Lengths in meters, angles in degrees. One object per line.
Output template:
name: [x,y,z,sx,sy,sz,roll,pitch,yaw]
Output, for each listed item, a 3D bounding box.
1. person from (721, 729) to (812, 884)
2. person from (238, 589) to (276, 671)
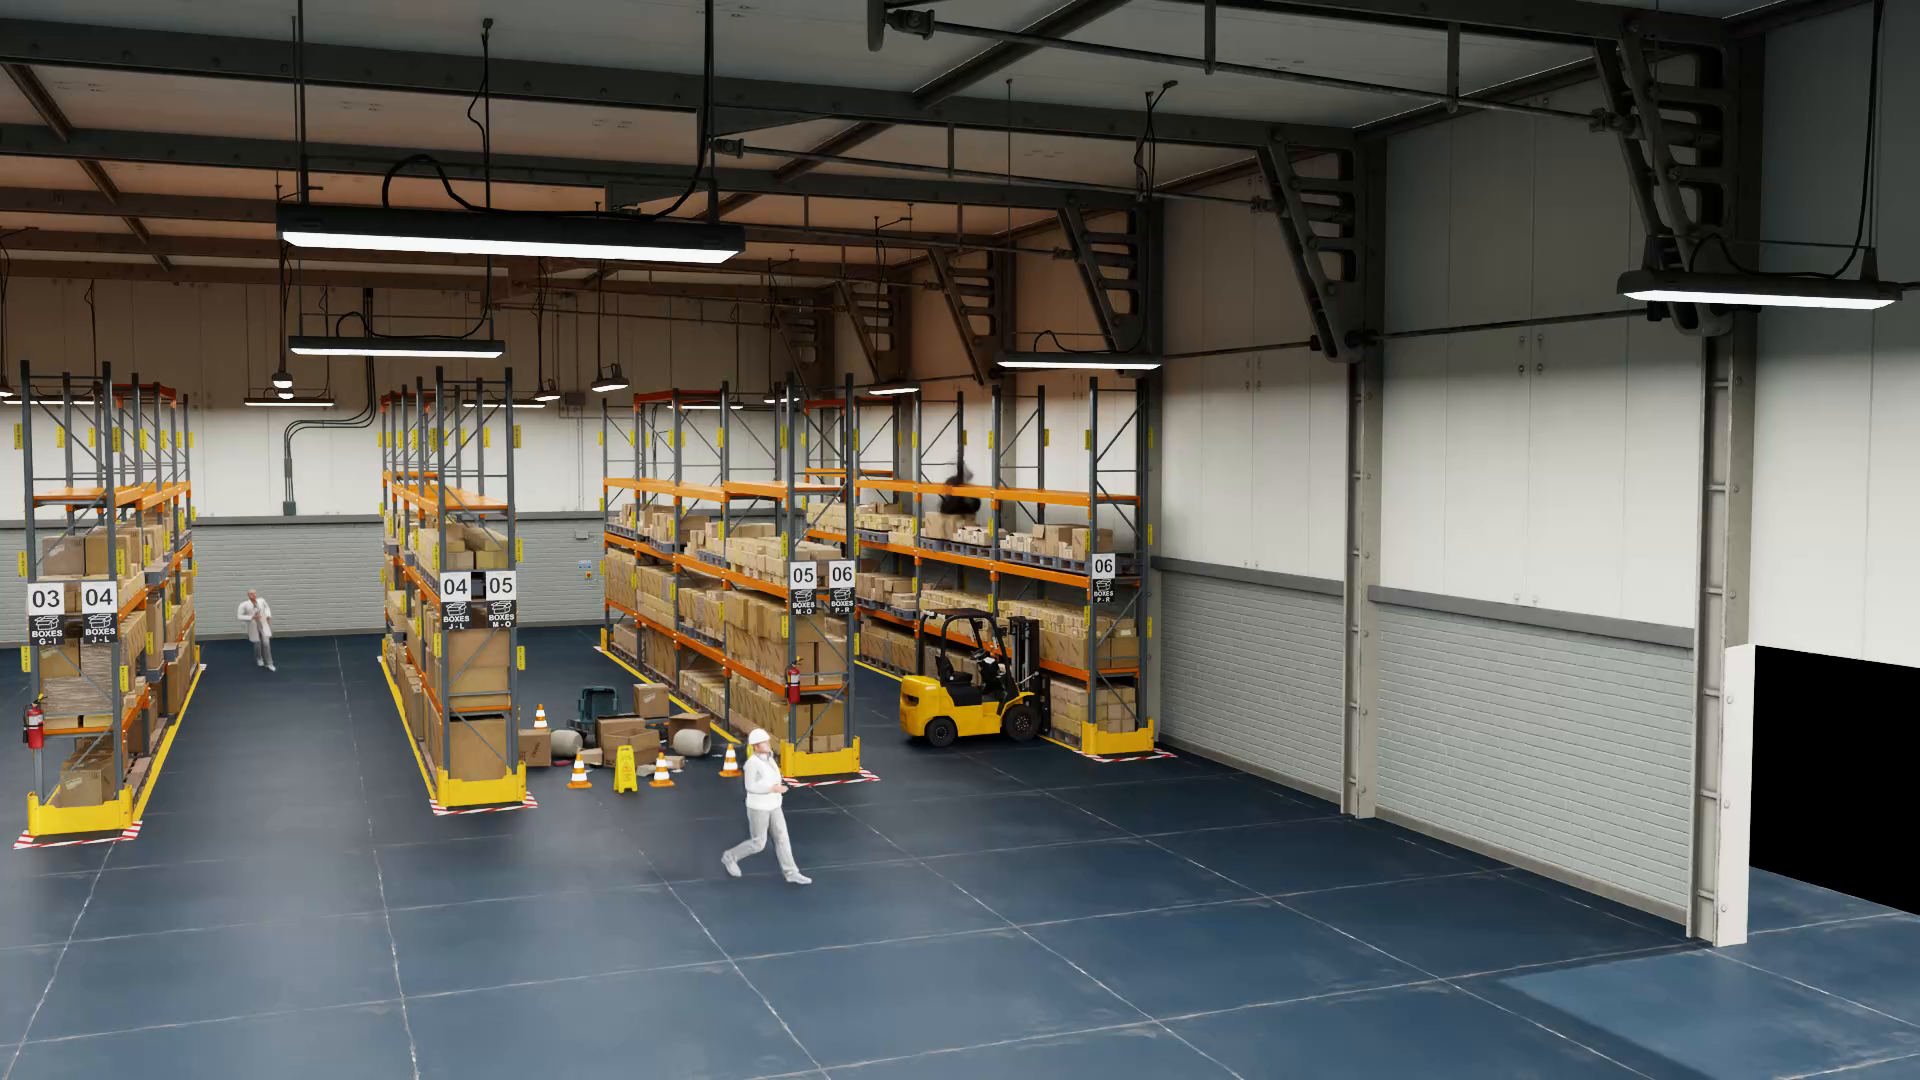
person: [-2.169,2.977,18.632,1.054,1.732,0.672,1,4,21]
person: [-15.388,1.960,36.265,0.722,1.799,0.972,-3,4,-38]
